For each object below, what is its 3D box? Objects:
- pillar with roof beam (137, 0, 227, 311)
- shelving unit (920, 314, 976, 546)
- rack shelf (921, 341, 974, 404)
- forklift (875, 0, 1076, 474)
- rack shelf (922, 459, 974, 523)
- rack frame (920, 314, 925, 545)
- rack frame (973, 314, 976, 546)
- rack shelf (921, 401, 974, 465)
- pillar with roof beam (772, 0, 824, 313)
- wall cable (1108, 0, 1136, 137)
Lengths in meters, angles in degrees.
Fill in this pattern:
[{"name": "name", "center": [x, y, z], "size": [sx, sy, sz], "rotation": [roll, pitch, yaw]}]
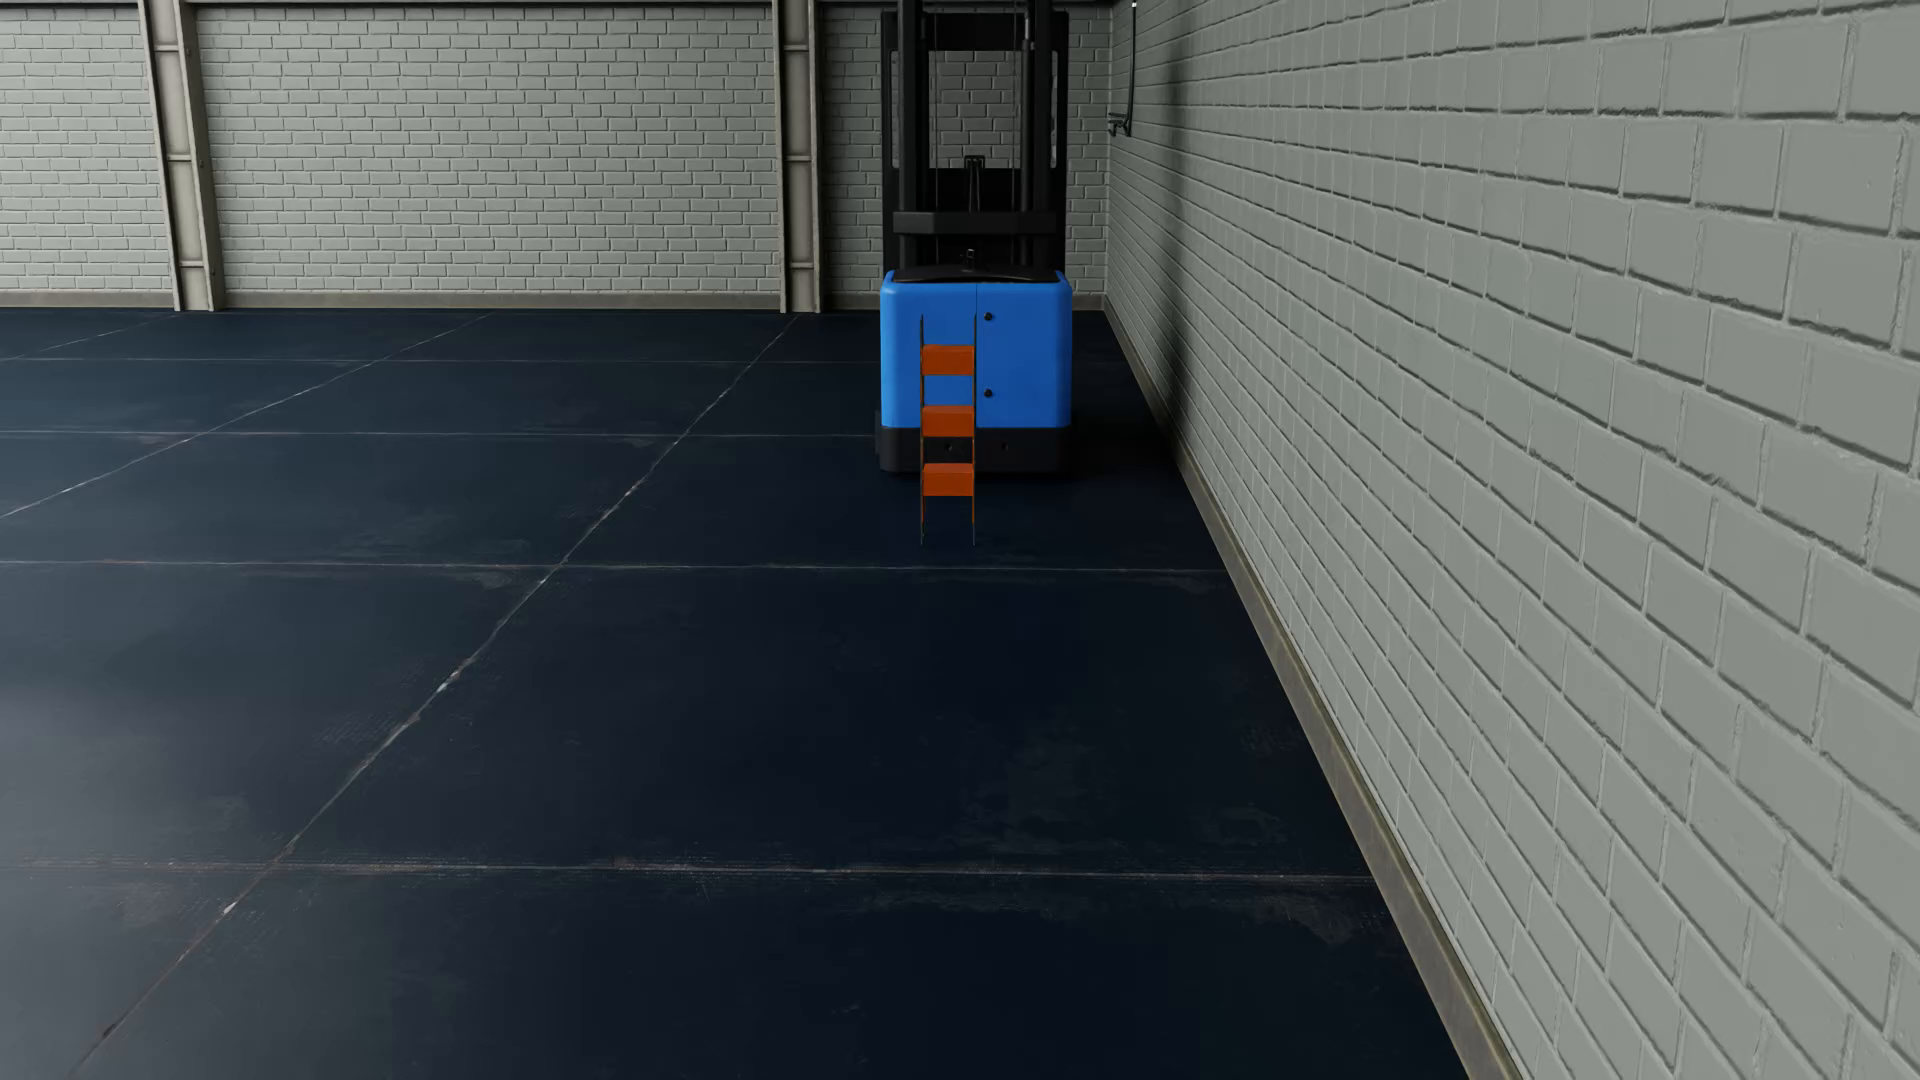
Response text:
[{"name": "pillar with roof beam", "center": [-7.662, -5.553, 11.249], "size": [0.400, 9.000, 9.100], "rotation": [0, 15, 1]}, {"name": "shelving unit", "center": [-0.053, -0.508, 7.707], "size": [0.252, 1.050, 0.215], "rotation": [0, 15, 1]}, {"name": "rack shelf", "center": [-0.054, -0.772, 7.638], "size": [0.240, 0.259, 0.215], "rotation": [0, 15, 1]}, {"name": "forklift", "center": [0.082, -2.099, 10.049], "size": [1.130, 2.935, 3.031], "rotation": [0, 15, 0]}, {"name": "rack shelf", "center": [-0.053, -0.229, 7.781], "size": [0.240, 0.259, 0.215], "rotation": [0, 15, 1]}, {"name": "rack frame", "center": [-0.175, -0.509, 7.710], "size": [0.008, 1.050, 0.200], "rotation": [0, 15, 1]}, {"name": "rack frame", "center": [0.068, -0.507, 7.704], "size": [0.008, 1.050, 0.200], "rotation": [0, 15, 1]}, {"name": "rack shelf", "center": [-0.054, -0.498, 7.710], "size": [0.240, 0.259, 0.215], "rotation": [0, 15, 1]}, {"name": "pillar with roof beam", "center": [-1.664, -5.514, 11.101], "size": [0.400, 9.000, 9.100], "rotation": [0, 15, 1]}, {"name": "wall cable", "center": [1.357, -4.754, 14.307], "size": [0.112, 2.526, 3.097], "rotation": [0, 15, 1]}]
